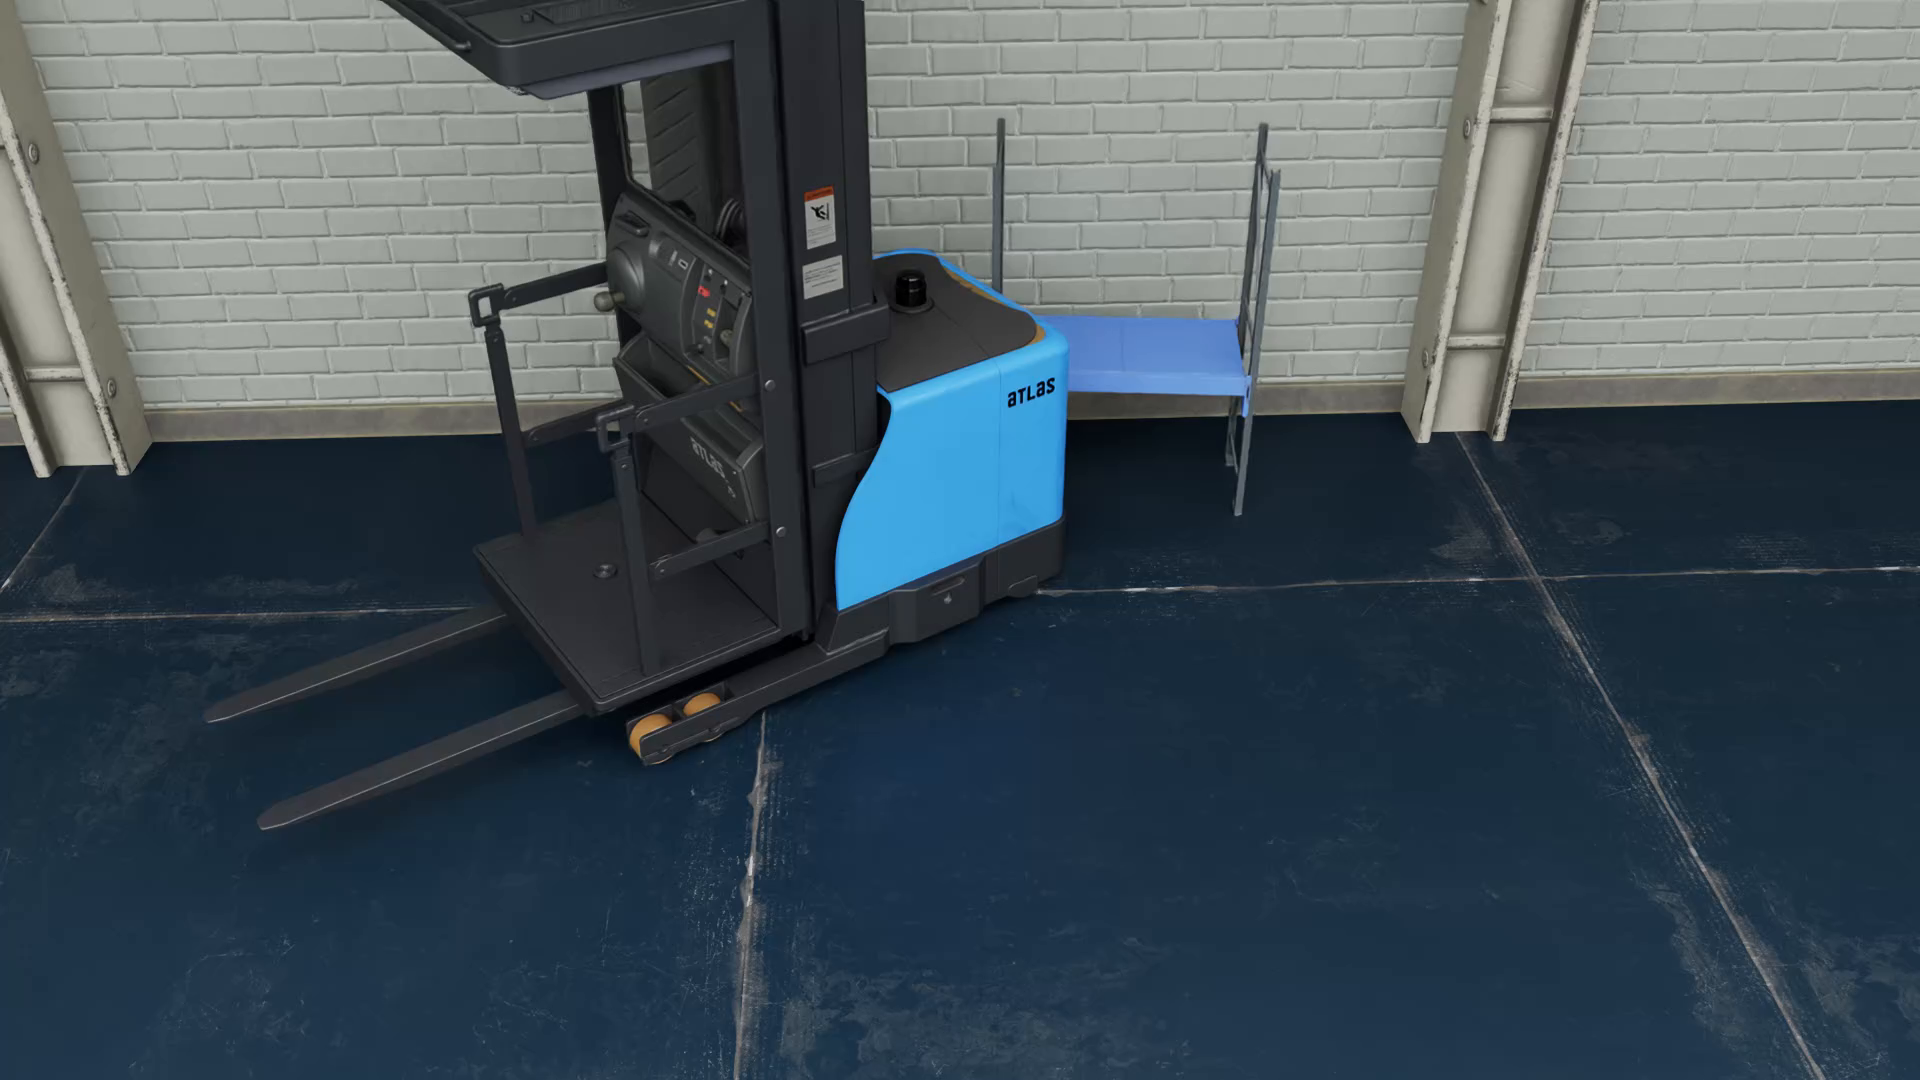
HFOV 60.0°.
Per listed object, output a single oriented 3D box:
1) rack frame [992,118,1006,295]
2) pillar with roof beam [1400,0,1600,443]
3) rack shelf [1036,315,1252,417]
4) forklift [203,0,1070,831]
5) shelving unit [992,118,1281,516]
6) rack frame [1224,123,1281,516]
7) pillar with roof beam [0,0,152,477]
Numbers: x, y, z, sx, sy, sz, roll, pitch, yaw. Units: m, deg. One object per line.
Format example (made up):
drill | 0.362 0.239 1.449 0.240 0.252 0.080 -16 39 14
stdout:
rack frame | 0.149 -0.888 6.716 0.032 1.500 0.500 2 35 2
pillar with roof beam | 2.421 -1.777 1.410 0.400 9.000 9.100 -2 35 -2
rack shelf | 0.657 -0.726 6.797 1.000 0.185 0.538 2 35 2
forklift | -1.090 -0.788 5.313 3.031 2.935 1.130 -22 40 -28
shelving unit | 0.657 -0.873 6.694 1.048 1.500 0.538 2 35 2
rack frame | 1.165 -0.858 6.673 0.032 1.500 0.500 2 35 2
pillar with roof beam | -3.573 -1.615 1.177 0.400 9.000 9.100 -2 35 -2
